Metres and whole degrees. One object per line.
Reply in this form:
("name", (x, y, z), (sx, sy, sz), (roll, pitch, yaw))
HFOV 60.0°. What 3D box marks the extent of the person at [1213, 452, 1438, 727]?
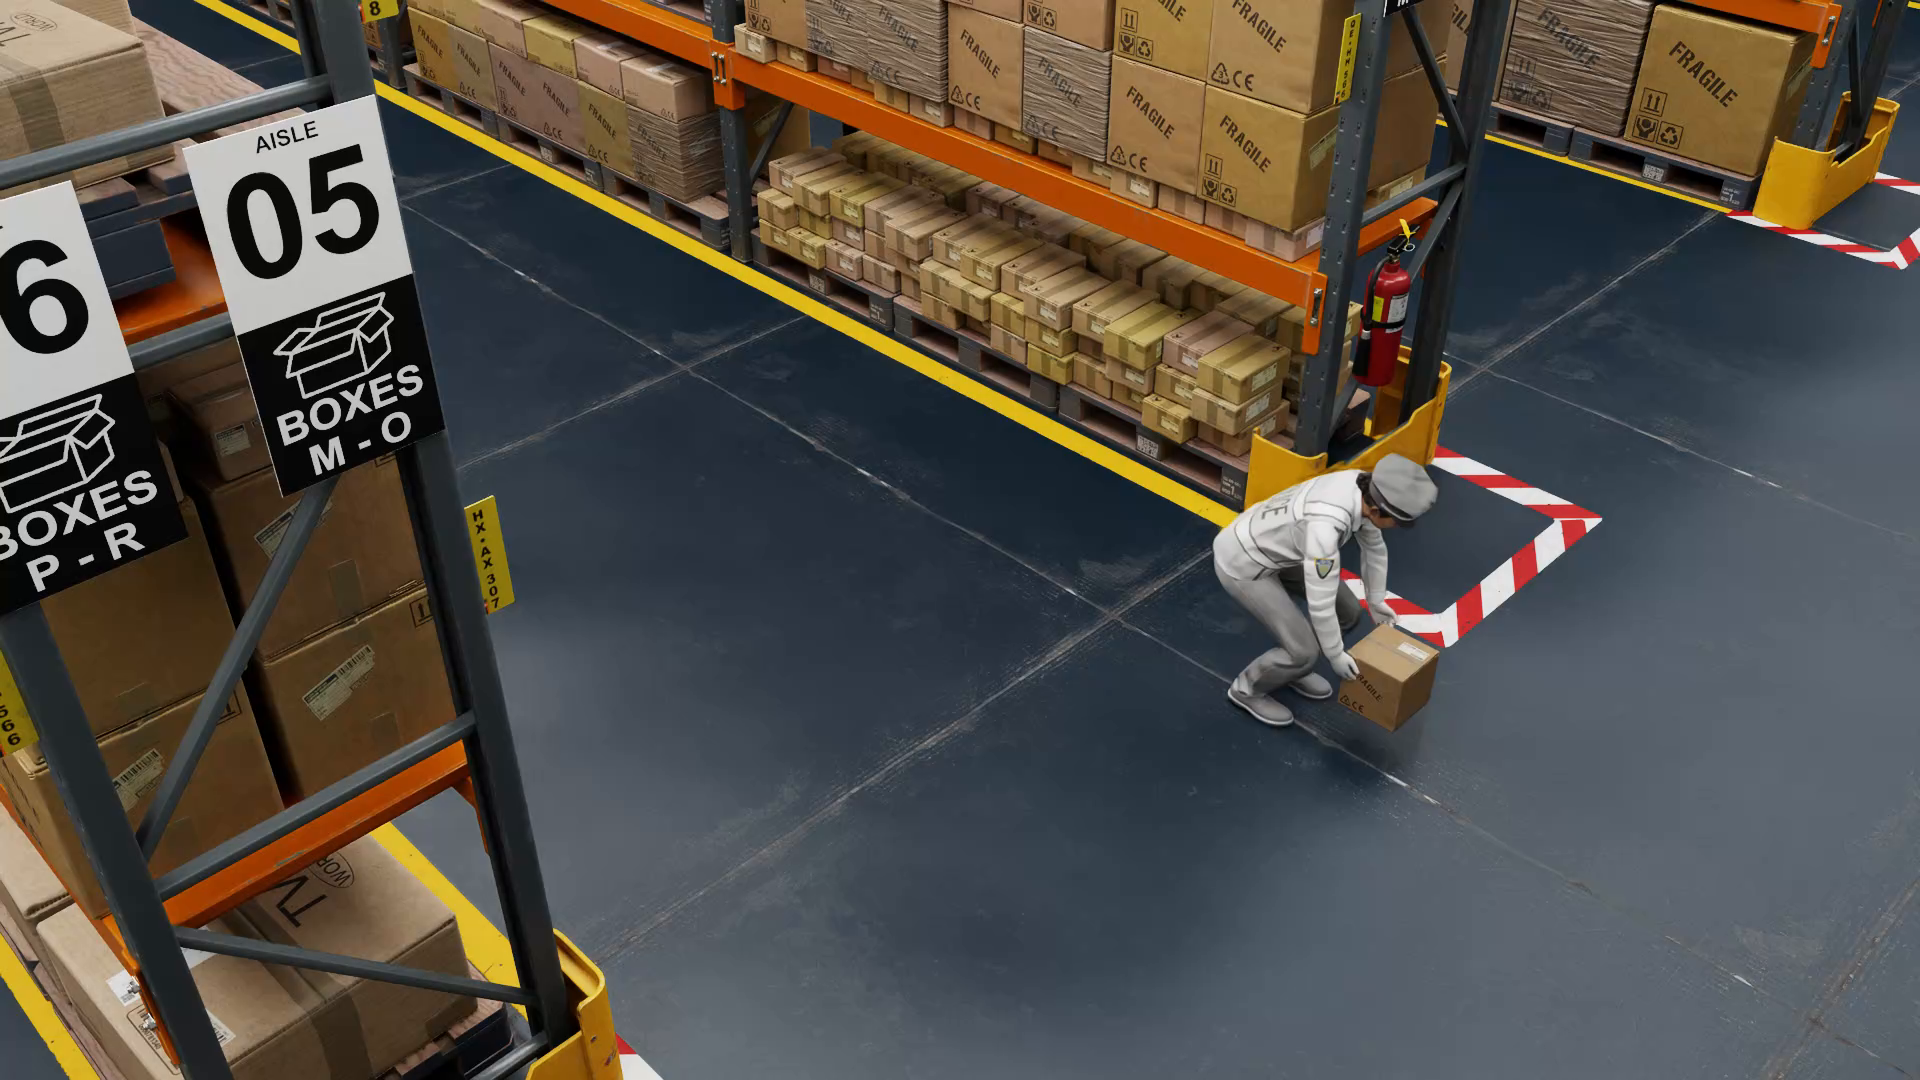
("person", (1.357, 0.148, 6.332), (0.780, 1.213, 0.527), (25, 43, 31))
